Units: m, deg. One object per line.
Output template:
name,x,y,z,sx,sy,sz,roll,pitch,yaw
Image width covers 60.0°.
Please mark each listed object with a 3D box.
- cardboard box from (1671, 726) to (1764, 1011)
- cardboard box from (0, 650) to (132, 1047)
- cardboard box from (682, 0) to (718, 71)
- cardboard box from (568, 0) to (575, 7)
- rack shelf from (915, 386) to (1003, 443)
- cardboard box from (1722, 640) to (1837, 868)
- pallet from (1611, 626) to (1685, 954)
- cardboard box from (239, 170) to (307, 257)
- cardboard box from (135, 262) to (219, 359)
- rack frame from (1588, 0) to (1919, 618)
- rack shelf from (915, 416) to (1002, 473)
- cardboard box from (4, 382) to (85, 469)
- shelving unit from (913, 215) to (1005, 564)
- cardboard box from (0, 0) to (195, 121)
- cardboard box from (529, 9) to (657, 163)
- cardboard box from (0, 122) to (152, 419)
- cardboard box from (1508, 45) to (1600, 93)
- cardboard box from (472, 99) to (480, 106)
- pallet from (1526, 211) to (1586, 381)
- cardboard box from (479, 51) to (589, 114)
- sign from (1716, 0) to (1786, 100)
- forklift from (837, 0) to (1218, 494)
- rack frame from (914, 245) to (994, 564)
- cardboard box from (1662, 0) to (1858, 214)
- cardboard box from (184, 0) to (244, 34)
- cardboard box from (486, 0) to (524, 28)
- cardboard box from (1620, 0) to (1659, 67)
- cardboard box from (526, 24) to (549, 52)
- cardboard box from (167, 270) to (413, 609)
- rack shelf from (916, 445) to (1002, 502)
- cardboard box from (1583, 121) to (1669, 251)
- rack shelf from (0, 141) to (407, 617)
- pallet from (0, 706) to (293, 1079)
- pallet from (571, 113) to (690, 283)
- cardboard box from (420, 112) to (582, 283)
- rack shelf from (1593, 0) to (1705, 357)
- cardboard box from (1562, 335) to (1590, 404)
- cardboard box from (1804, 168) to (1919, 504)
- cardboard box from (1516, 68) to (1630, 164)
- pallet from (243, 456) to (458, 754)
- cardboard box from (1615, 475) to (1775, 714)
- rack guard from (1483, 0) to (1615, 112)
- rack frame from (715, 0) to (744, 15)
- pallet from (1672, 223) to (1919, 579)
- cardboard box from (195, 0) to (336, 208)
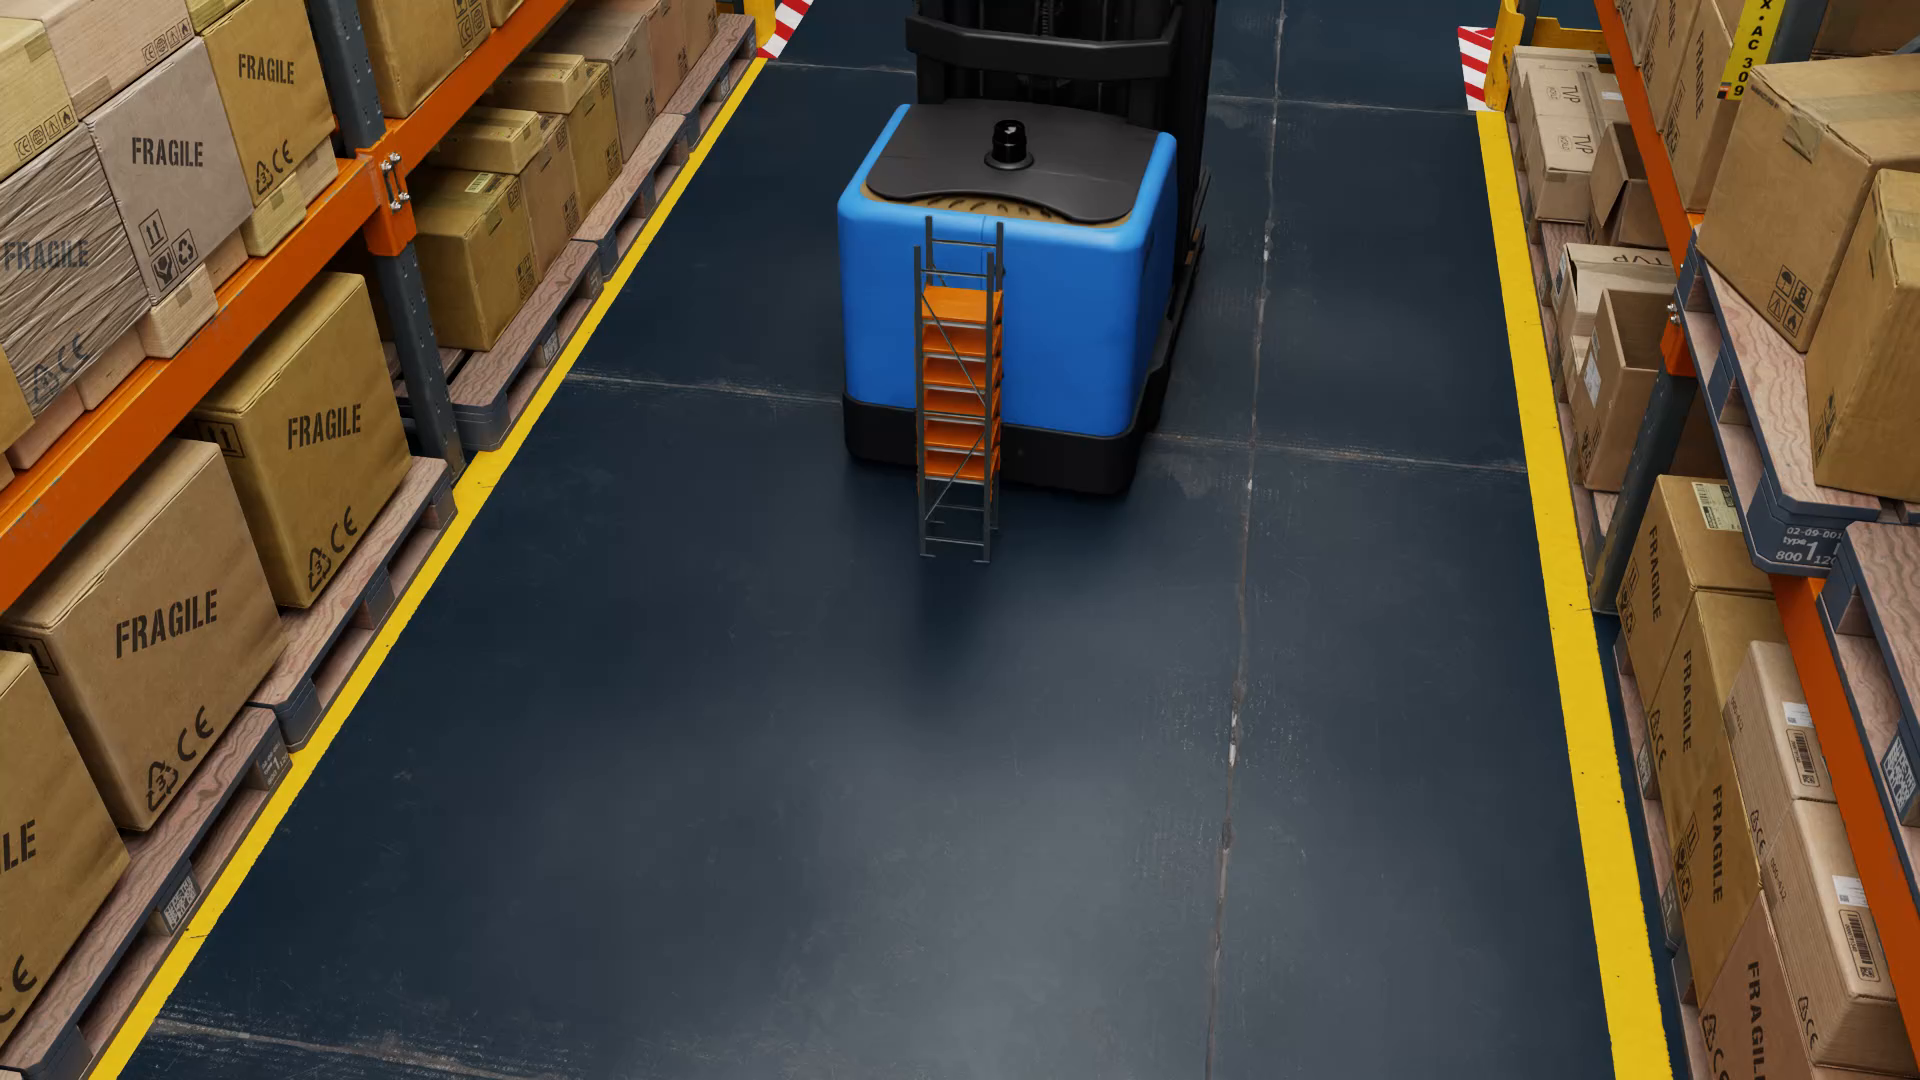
cardboard box,2.078,0.824,4.016,0.500,0.500,0.500,7,40,8
cardboard box,-2.581,0.742,3.856,0.750,0.750,0.750,6,40,7
cardboard box,-1.634,-2.698,8.291,0.700,0.500,0.500,6,40,8
cardboard box,-1.940,-2.573,7.631,0.380,0.149,0.250,7,40,8
rack shelf,-0.002,-0.419,5.385,0.258,0.103,0.180,6,40,8
cardboard box,2.080,0.514,3.802,0.500,0.250,0.500,6,40,8
pallet,2.473,0.694,4.745,1.003,0.211,1.213,6,40,8
cardboard box,-2.103,-0.946,4.721,0.380,0.149,0.250,7,40,8
cardboard box,-2.180,-0.616,4.322,0.380,0.149,0.250,6,40,8
rack frame,2.576,-0.895,4.479,1.000,3.000,0.127,6,40,8
rack shelf,-0.002,-0.327,5.461,0.258,0.103,0.180,6,40,8
cardboard box,-2.346,-0.314,3.957,0.380,0.149,0.250,5,40,6
shelving unit,-0.002,-0.453,5.357,0.258,1.200,0.189,6,40,8
cardboard box,-2.230,-1.248,3.989,0.500,0.250,0.500,7,40,9
cardboard box,-1.806,-2.068,7.529,0.700,0.500,0.500,5,40,6
cardboard box,-2.309,-0.647,3.851,0.500,0.500,0.500,6,40,8
cardboard box,2.858,-2.252,8.011,0.380,0.149,0.250,6,40,8
cardboard box,-2.159,-1.773,6.663,0.380,0.149,0.250,5,40,6
pallet,2.905,-1.019,6.817,1.003,0.211,1.213,6,40,8
cardboard box,-1.744,-1.868,6.778,0.380,0.149,0.250,5,40,6
sign,2.041,-1.284,4.269,0.100,0.325,0.005,6,40,8
forklift,0.435,-2.237,6.155,1.130,2.935,3.031,9,40,11
rack frame,-0.018,-0.396,5.287,0.240,1.200,0.006,6,40,8
cardboard box,2.410,-1.276,4.861,0.500,0.500,0.500,7,40,8
cardboard box,-2.132,-1.568,4.376,0.500,0.250,0.500,7,40,9
cardboard box,-2.061,-2.351,6.004,0.980,0.700,0.700,5,40,7
cardboard box,2.585,-1.922,5.642,0.500,0.500,0.500,7,40,9
cardboard box,-2.027,-2.252,7.243,0.380,0.149,0.250,7,40,8
cardboard box,-2.288,-0.350,5.177,0.750,0.750,0.750,7,40,8
rack shelf,-0.002,-0.234,5.538,0.258,0.103,0.180,6,40,8
cardboard box,2.897,-1.282,6.561,0.797,0.503,0.637,6,40,8
rack shelf,-2.649,0.093,3.848,1.077,0.370,4.000,6,40,8
pallet,-2.571,0.896,4.501,1.003,0.211,1.213,6,40,8
pallet,-1.886,-1.601,7.521,1.003,0.211,1.213,6,40,8
cardboard box,-1.983,-1.411,6.734,0.700,0.500,0.500,6,40,7
rack shelf,2.923,-1.873,6.226,1.077,0.370,4.000,6,40,8
cardboard box,2.401,-0.597,6.010,0.380,0.149,0.250,6,40,8
cardboard box,2.218,-0.384,3.453,0.700,0.500,0.500,12,41,15
cardboard box,2.809,-1.892,7.497,0.500,0.250,0.500,6,40,8
pallet,-2.362,0.128,5.429,1.003,0.211,1.213,6,40,8
cardboard box,2.253,0.175,4.800,0.500,0.500,0.500,5,40,6
rack guard,3.256,-2.395,8.254,1.175,0.500,0.348,6,40,8
rack frame,-1.611,-3.949,8.173,1.000,3.000,0.127,6,40,8
pallet,2.331,-0.332,3.948,1.003,0.211,1.213,6,40,8
cardboard box,-2.135,-1.282,4.620,0.500,0.500,0.500,6,40,7
